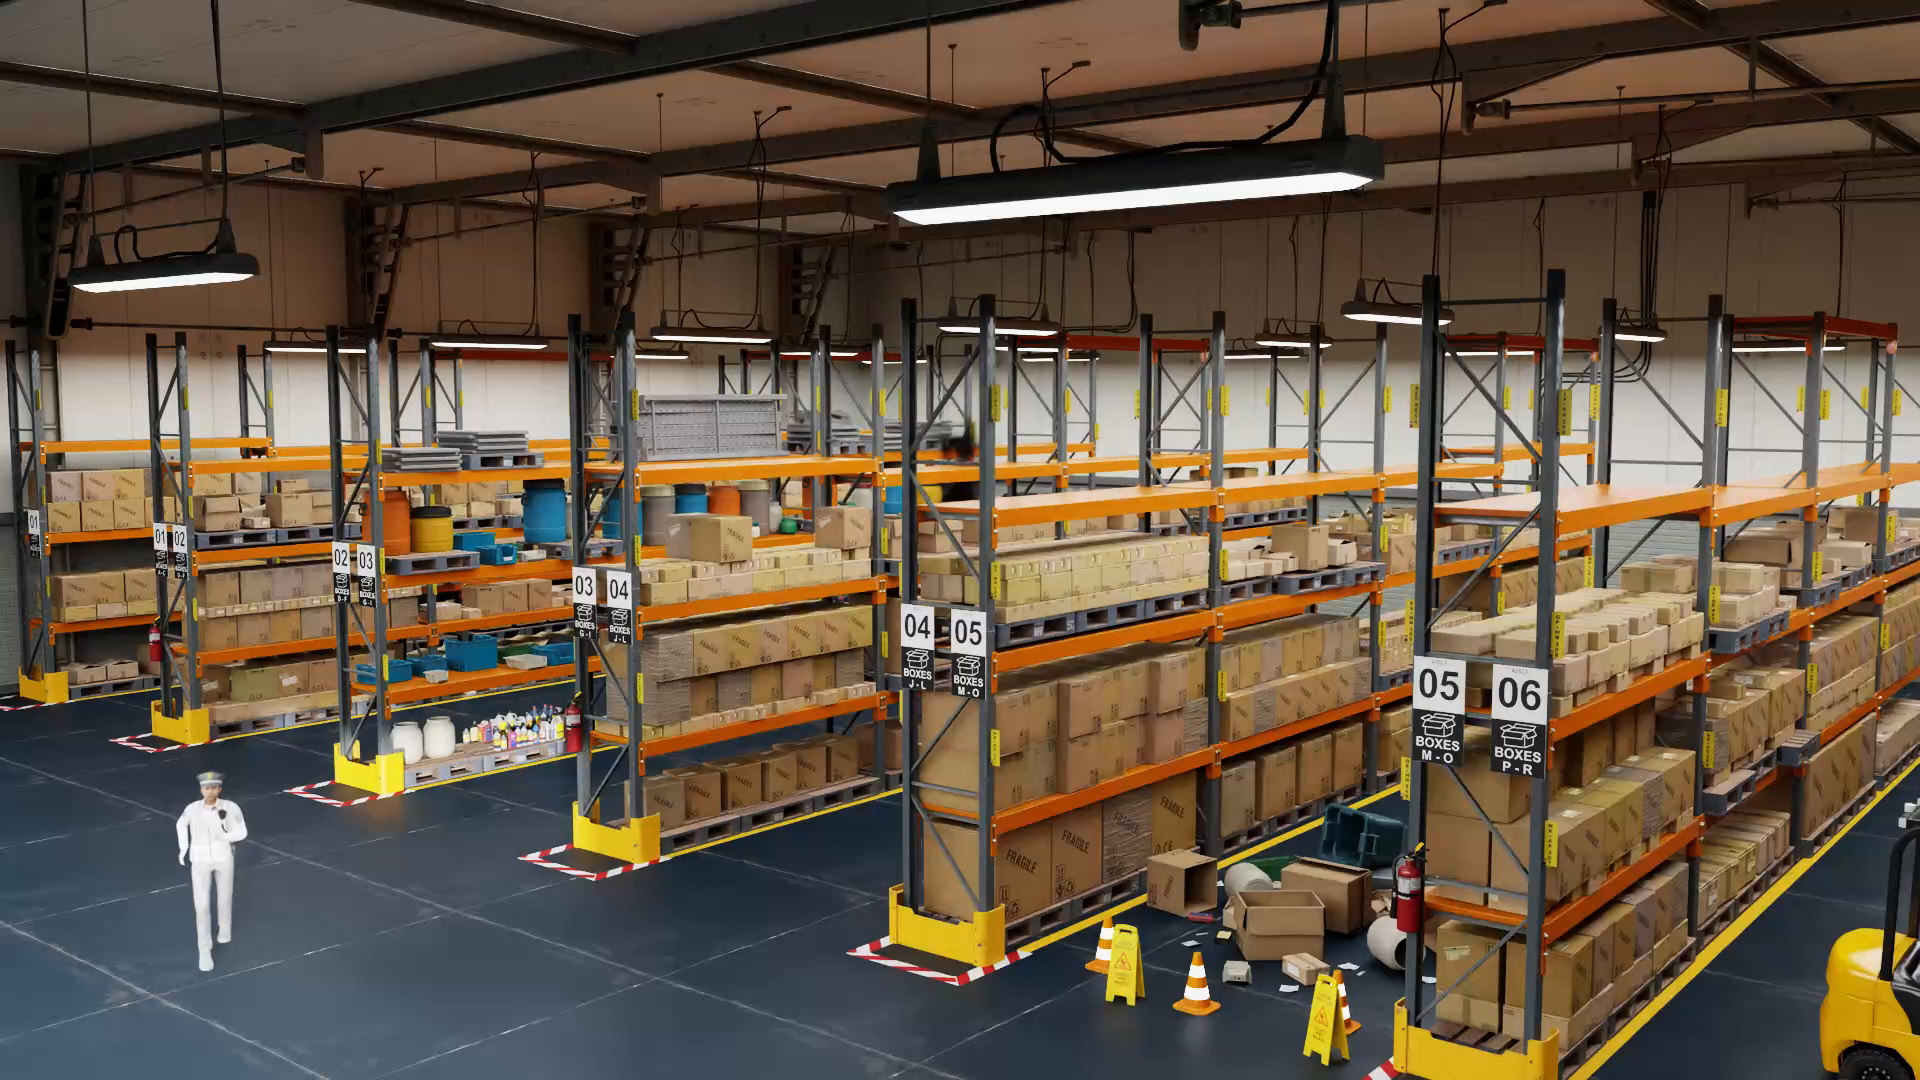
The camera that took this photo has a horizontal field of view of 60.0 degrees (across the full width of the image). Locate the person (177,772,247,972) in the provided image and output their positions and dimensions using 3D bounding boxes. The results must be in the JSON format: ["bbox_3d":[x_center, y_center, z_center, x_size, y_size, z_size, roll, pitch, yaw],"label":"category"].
[{"bbox_3d":[-6.798,2.947,15.136,0.593,1.727,0.854,-2,6,-22],"label":"person"}]

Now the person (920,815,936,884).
[{"bbox_3d":[-0.194,2.781,17.586,0.580,1.607,0.701,3,6,33],"label":"person"}]

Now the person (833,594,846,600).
[{"bbox_3d":[-2.257,1.397,32.731,0.568,1.673,0.922,3,6,28],"label":"person"}]
